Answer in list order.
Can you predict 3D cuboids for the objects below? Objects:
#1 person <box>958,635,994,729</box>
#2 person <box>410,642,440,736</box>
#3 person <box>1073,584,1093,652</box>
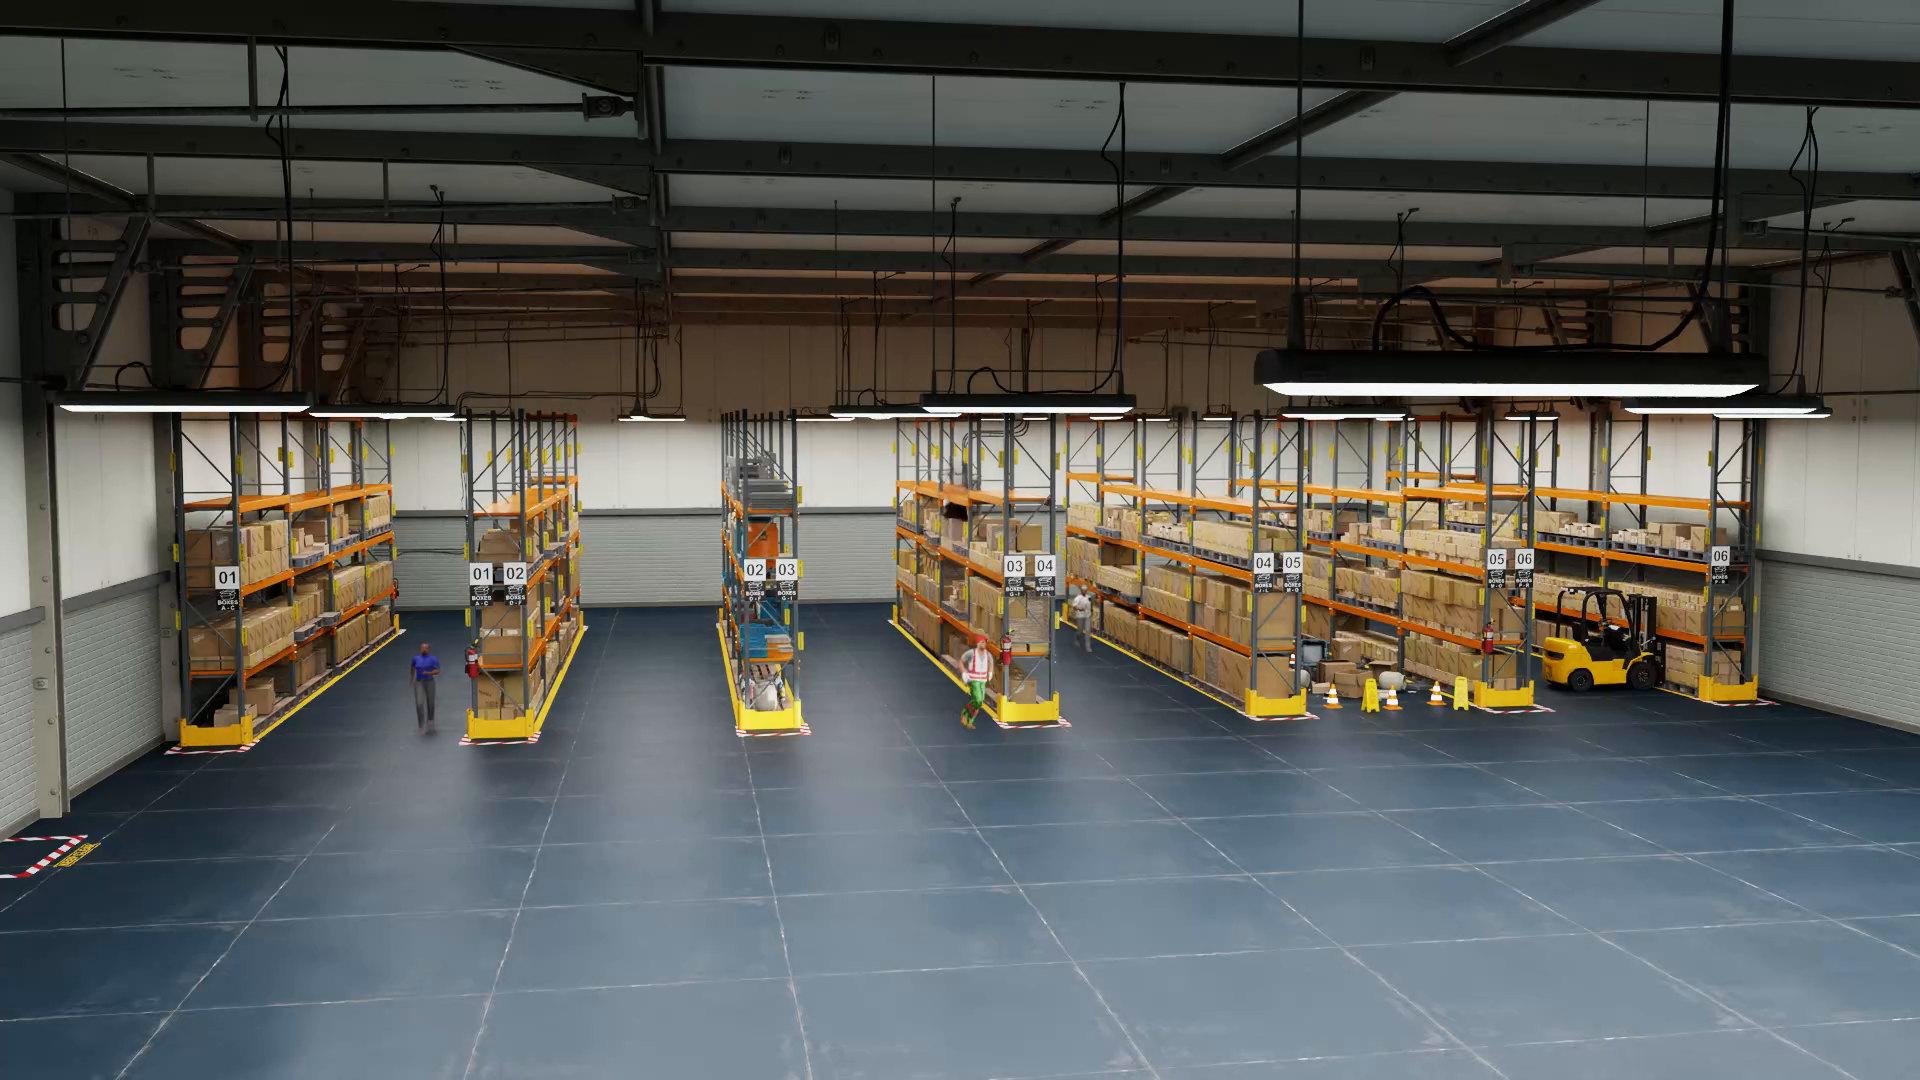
[{"bbox_3d":[0.365,2.676,31.350,0.672,1.761,0.551,-2,5,-32],"label":"person"},{"bbox_3d":[-9.949,2.739,30.929,0.555,1.703,0.792,-1,4,-13],"label":"person"},{"bbox_3d":[3.105,1.939,41.694,0.583,1.673,0.957,-1,4,-15],"label":"person"}]
